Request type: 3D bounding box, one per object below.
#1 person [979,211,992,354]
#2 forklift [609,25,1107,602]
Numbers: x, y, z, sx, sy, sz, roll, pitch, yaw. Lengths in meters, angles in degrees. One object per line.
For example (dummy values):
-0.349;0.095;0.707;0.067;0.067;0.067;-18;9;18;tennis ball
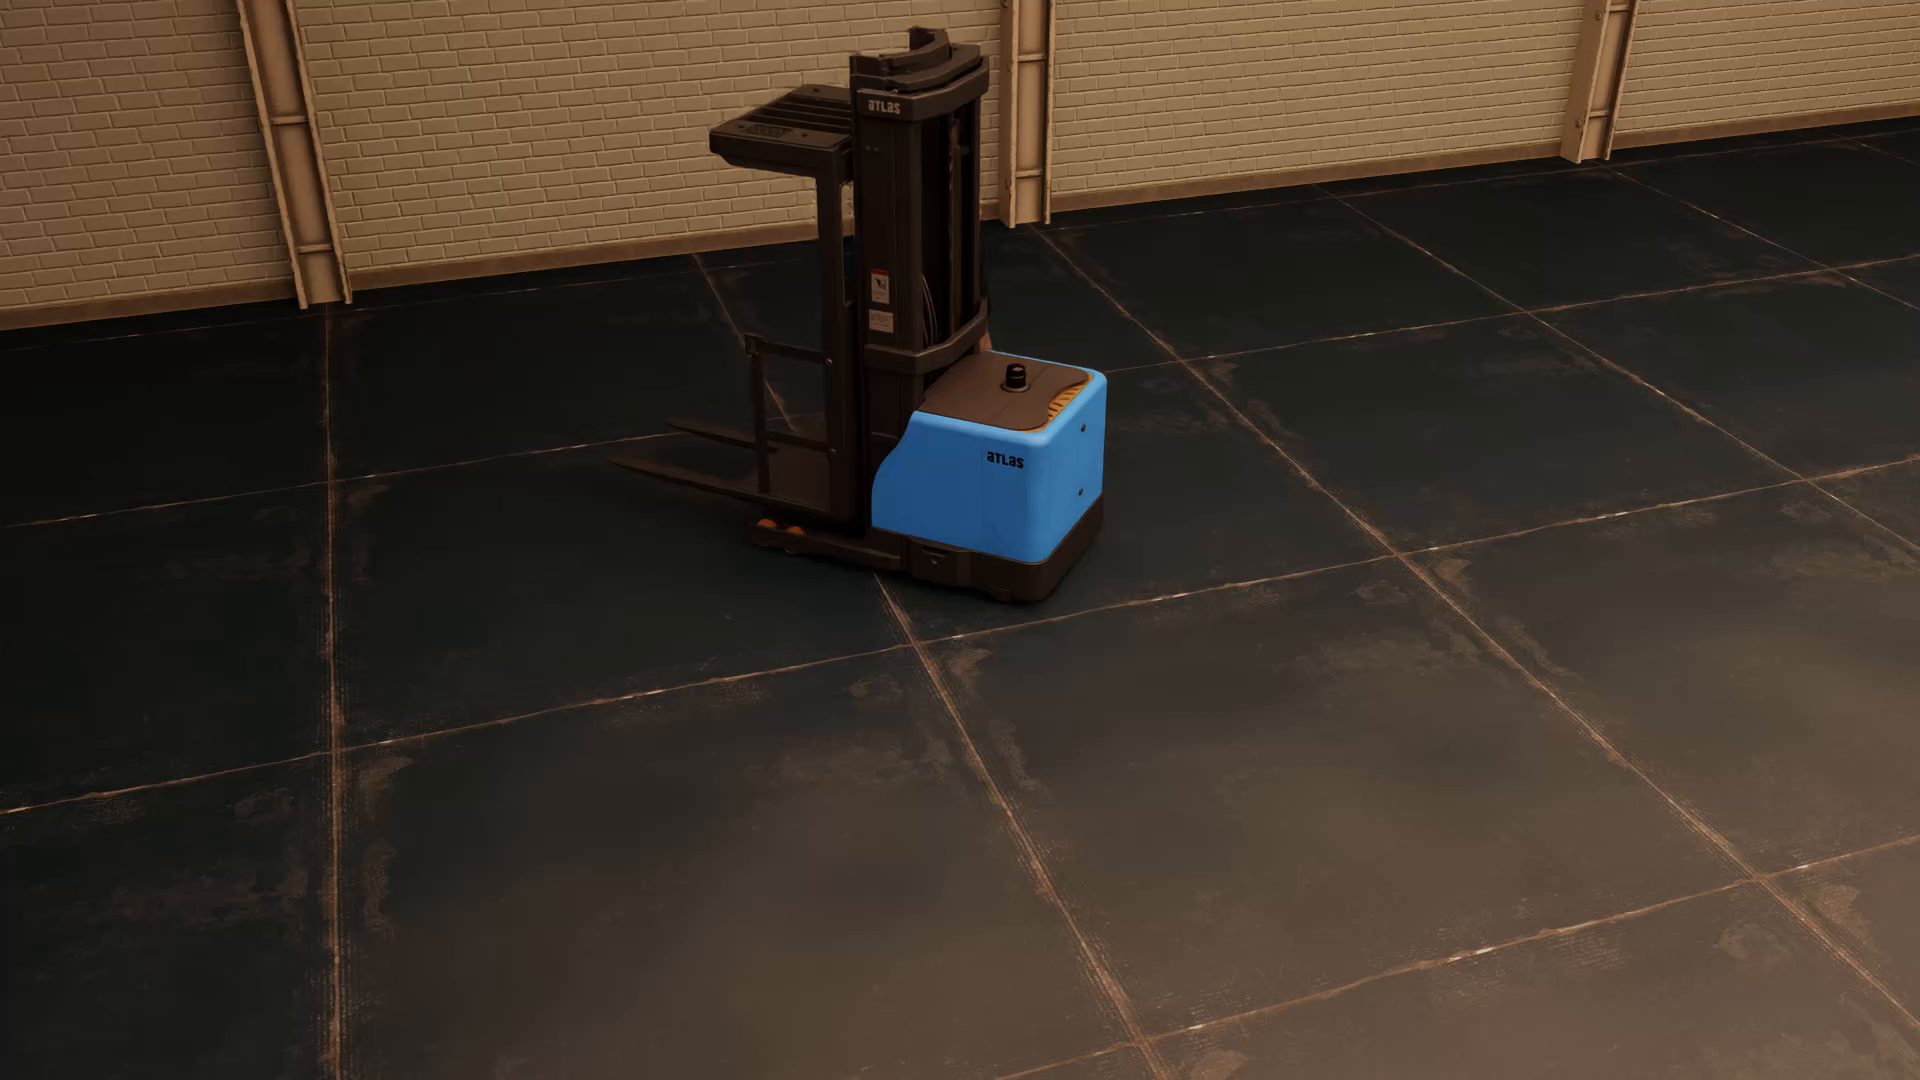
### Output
0.014;-1.482;10.976;0.486;1.636;0.882;1;30;2;person
-0.698;-1.408;9.534;3.031;2.935;1.130;13;32;22;forklift
